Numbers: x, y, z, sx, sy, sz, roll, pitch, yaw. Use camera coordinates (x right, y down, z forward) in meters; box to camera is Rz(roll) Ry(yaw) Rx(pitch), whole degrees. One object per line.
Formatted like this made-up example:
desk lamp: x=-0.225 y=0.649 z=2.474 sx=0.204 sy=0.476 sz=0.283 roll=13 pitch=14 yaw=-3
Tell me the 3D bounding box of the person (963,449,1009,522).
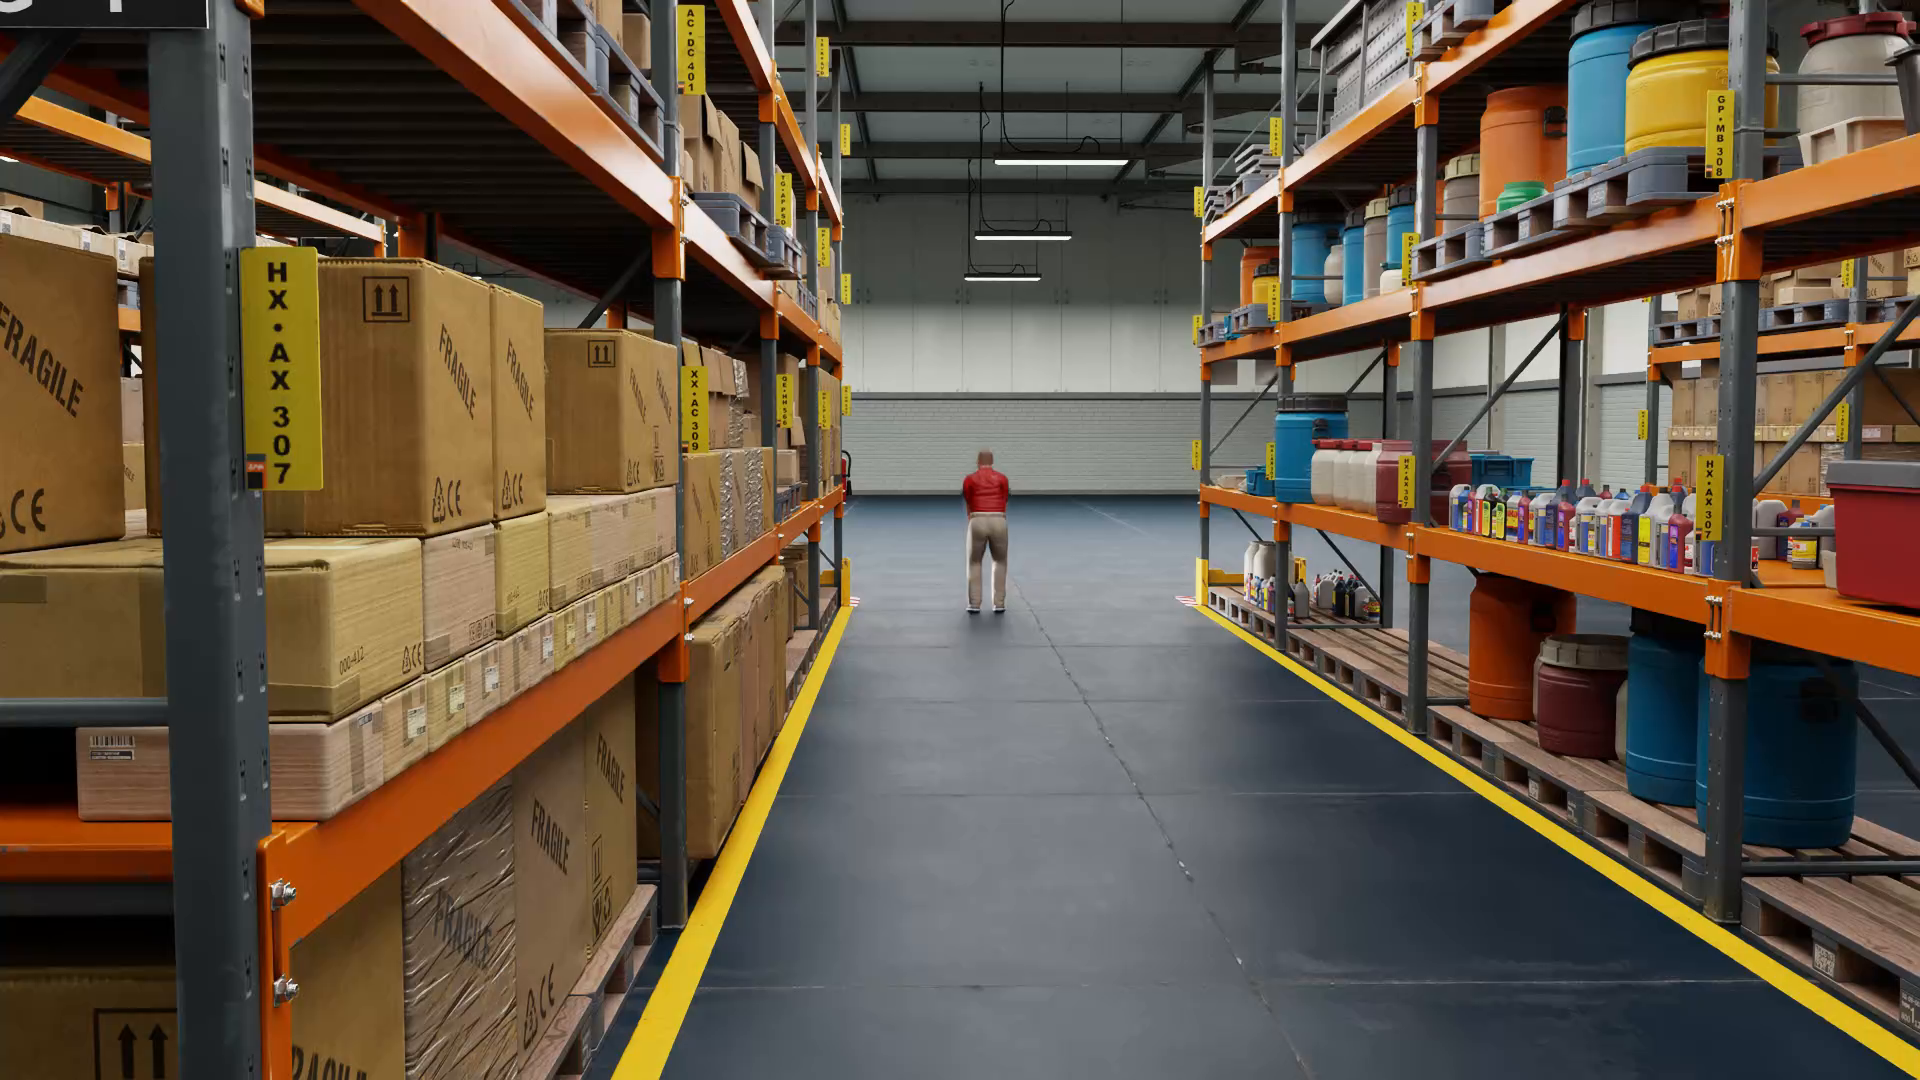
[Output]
person: x=0.268 y=-0.509 z=17.580 sx=0.489 sy=0.915 sz=0.480 roll=0 pitch=4 yaw=-2
